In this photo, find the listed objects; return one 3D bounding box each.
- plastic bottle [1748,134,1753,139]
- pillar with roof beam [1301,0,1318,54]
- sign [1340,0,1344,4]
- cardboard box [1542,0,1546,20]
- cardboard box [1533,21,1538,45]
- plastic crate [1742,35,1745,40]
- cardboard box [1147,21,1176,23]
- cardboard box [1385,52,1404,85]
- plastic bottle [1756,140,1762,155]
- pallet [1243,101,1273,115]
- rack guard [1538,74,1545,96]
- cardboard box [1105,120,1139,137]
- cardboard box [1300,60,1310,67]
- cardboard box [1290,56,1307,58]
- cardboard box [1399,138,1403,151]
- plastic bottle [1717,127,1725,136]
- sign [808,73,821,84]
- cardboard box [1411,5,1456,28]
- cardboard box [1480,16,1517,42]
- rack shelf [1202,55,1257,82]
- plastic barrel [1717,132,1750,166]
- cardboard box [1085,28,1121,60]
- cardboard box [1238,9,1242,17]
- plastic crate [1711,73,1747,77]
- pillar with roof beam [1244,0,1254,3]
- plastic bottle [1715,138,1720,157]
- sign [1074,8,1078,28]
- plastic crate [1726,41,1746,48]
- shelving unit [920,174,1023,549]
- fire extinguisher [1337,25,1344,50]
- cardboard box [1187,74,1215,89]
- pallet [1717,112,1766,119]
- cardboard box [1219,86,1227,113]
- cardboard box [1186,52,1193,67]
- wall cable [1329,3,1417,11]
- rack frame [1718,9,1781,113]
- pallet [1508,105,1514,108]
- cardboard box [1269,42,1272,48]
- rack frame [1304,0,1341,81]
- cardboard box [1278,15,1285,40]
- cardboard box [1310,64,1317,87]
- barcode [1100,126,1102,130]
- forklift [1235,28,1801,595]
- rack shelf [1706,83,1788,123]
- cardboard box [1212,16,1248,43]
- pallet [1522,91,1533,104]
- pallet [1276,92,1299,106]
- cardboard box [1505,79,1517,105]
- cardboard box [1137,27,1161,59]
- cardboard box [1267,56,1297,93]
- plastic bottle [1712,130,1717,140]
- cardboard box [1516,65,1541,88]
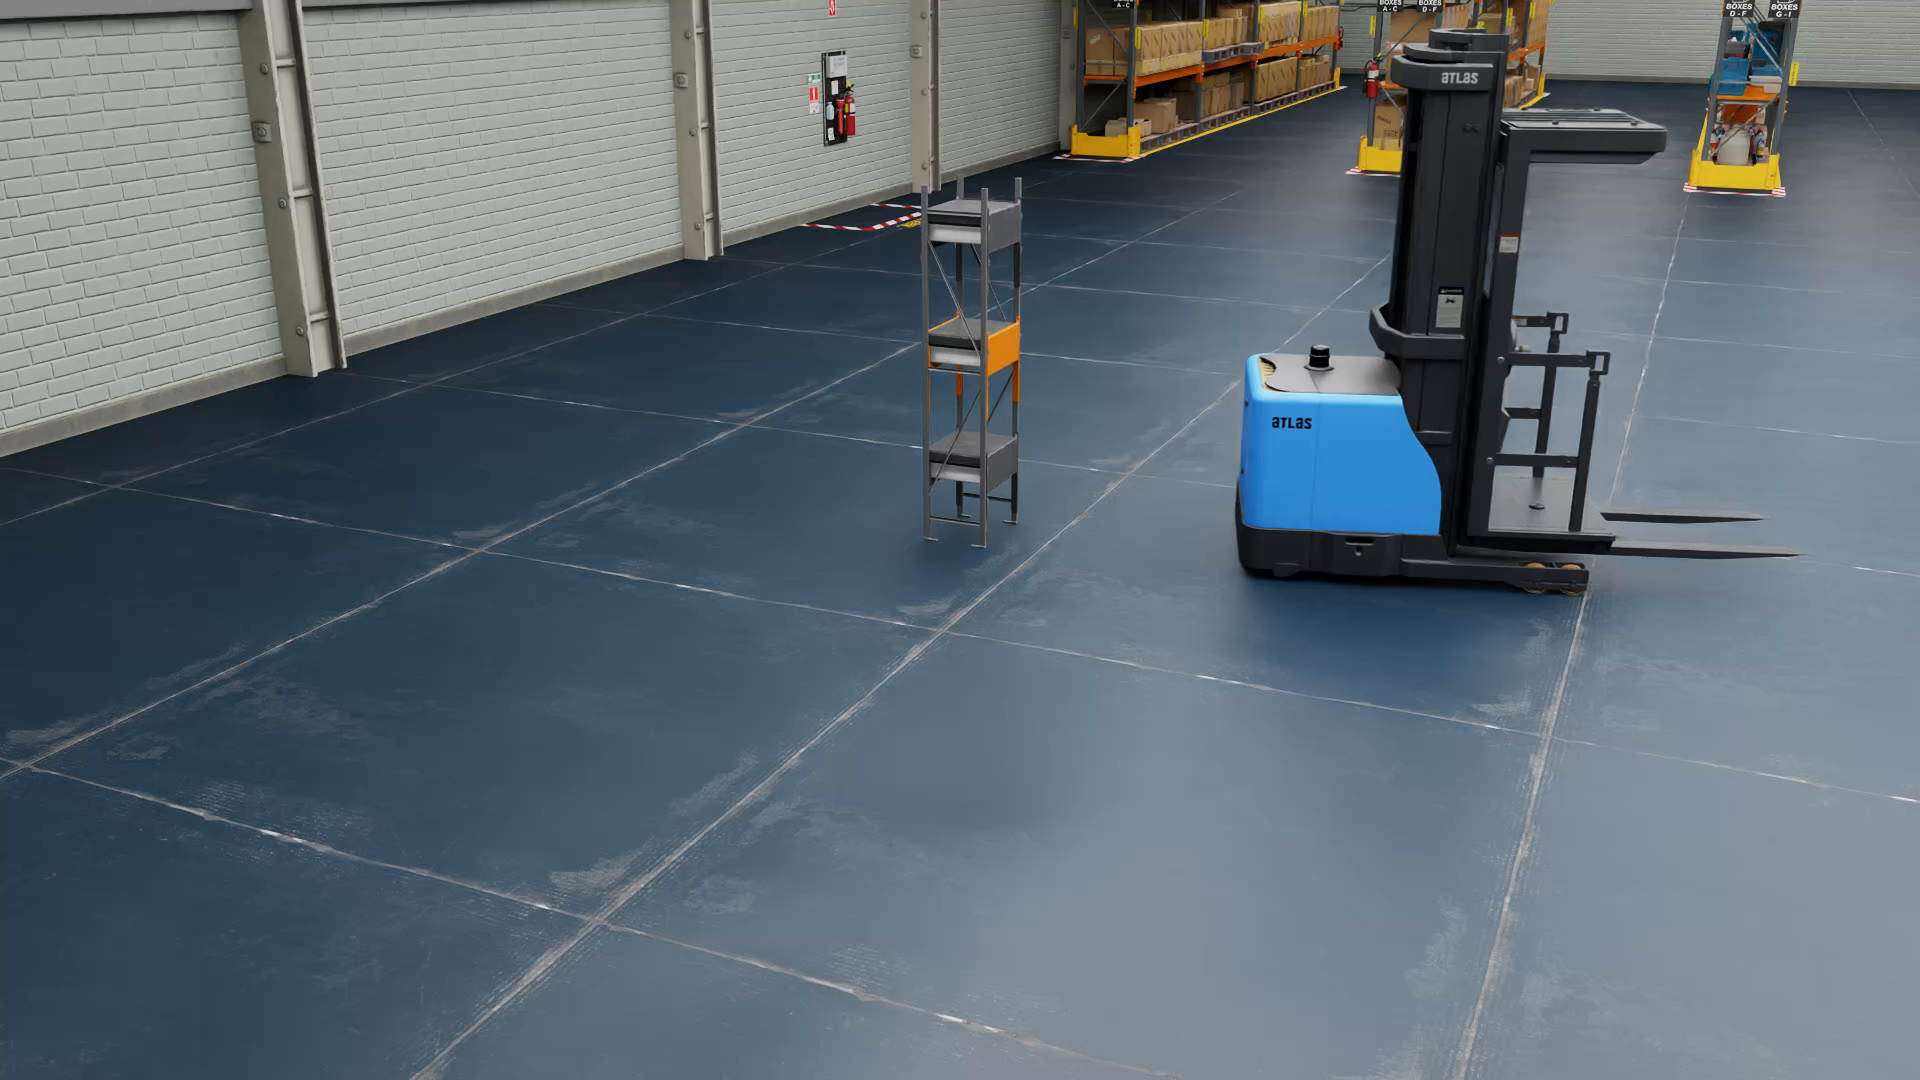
[{"bbox_3d":[12.913,-6.517,27.225,0.152,0.276,0.135,9,21,23],"label":"plastic bottle"},{"bbox_3d":[13.257,-16.083,41.763,9.100,9.000,0.400,9,21,23],"label":"pillar with roof beam"},{"bbox_3d":[9.502,-13.482,41.319,0.100,0.325,0.005,9,21,23],"label":"sign"},{"bbox_3d":[13.188,-12.255,38.311,0.500,0.500,0.500,9,22,24],"label":"cardboard box"},{"bbox_3d":[12.767,-11.477,37.615,0.500,0.500,0.500,8,21,22],"label":"cardboard box"},{"bbox_3d":[16.988,-10.969,36.495,0.416,0.233,0.300,9,21,23],"label":"plastic crate"},{"bbox_3d":[3.716,-9.412,31.032,0.500,0.500,0.500,8,21,21],"label":"cardboard box"},{"bbox_3d":[7.185,-7.522,26.493,0.700,0.500,0.500,9,21,23],"label":"cardboard box"},{"bbox_3d":[12.666,-6.191,26.315,0.097,0.271,0.097,0,20,0],"label":"plastic bottle"},{"bbox_3d":[6.129,-9.374,36.014,1.003,0.211,1.213,9,21,23],"label":"pallet"},{"bbox_3d":[13.503,-11.024,40.220,1.175,0.500,0.348,9,21,23],"label":"rack guard"},{"bbox_3d":[2.826,-7.152,28.958,0.500,0.311,0.500,6,20,17],"label":"cardboard box"},{"bbox_3d":[8.081,-11.300,39.403,0.380,0.149,0.250,9,22,25],"label":"cardboard box"},{"bbox_3d":[8.273,-11.758,40.689,0.380,0.149,0.250,9,21,23],"label":"cardboard box"},{"bbox_3d":[7.404,-6.369,26.879,0.500,0.250,0.500,9,21,23],"label":"cardboard box"},{"bbox_3d":[12.560,-6.625,27.418,0.144,0.351,0.185,9,21,23],"label":"plastic bottle"},{"bbox_3d":[-1.856,-5.872,21.160,0.001,0.109,0.331,9,21,23],"label":"sign"},{"bbox_3d":[7.827,-8.618,27.639,0.700,0.500,0.500,9,21,23],"label":"cardboard box"},{"bbox_3d":[11.229,-10.698,34.798,0.700,0.500,0.500,3,20,9],"label":"cardboard box"},{"bbox_3d":[4.918,-9.507,33.299,1.077,0.370,4.000,9,21,23],"label":"rack shelf"},{"bbox_3d":[11.699,-5.890,25.140,0.421,0.512,0.421,0,20,0],"label":"plastic barrel"},{"bbox_3d":[2.460,-8.477,28.404,0.500,0.500,0.500,8,21,22],"label":"cardboard box"},{"bbox_3d":[5.623,-10.908,34.390,0.380,0.149,0.250,6,20,16],"label":"cardboard box"},{"bbox_3d":[11.702,-6.974,25.325,0.499,0.251,0.408,9,21,23],"label":"plastic crate"},{"bbox_3d":[10.800,-14.249,36.605,9.100,9.000,0.400,9,21,23],"label":"pillar with roof beam"},{"bbox_3d":[12.077,-6.261,26.493,0.061,0.283,0.133,9,21,23],"label":"plastic bottle"},{"bbox_3d":[1.963,-8.789,28.005,0.100,0.325,0.005,9,21,23],"label":"sign"},{"bbox_3d":[13.834,-8.676,29.794,0.402,0.464,0.583,9,21,23],"label":"plastic crate"},{"bbox_3d":[0.068,-1.040,9.759,0.431,2.100,0.503,9,21,23],"label":"shelving unit"},{"bbox_3d":[9.496,-12.674,41.801,0.296,0.674,0.183,9,21,23],"label":"fire extinguisher"},{"bbox_3d":[4.772,-9.140,33.147,0.500,0.250,0.500,8,21,21],"label":"cardboard box"},{"bbox_3d":[15.561,-8.403,33.281,1.003,0.211,1.213,9,21,23],"label":"pallet"},{"bbox_3d":[4.995,-8.963,33.768,0.700,0.500,0.500,8,21,22],"label":"cardboard box"},{"bbox_3d":[3.970,-8.836,30.532,0.500,0.250,0.500,9,21,23],"label":"cardboard box"},{"bbox_3d":[11.655,-15.947,46.013,3.097,2.526,0.112,9,21,23],"label":"wall cable"},{"bbox_3d":[16.413,-10.321,34.514,1.000,3.000,0.127,9,21,23],"label":"rack frame"},{"bbox_3d":[11.099,-9.060,35.129,1.003,0.211,1.213,9,21,23],"label":"pallet"},{"bbox_3d":[6.585,-10.815,36.247,0.380,0.149,0.250,9,21,24],"label":"cardboard box"},{"bbox_3d":[9.013,-12.903,41.774,1.000,3.000,0.127,9,21,23],"label":"rack frame"},{"bbox_3d":[6.803,-11.238,36.470,0.500,0.500,0.500,9,22,24],"label":"cardboard box"},{"bbox_3d":[8.196,-11.225,40.159,0.700,0.500,0.500,9,22,24],"label":"cardboard box"},{"bbox_3d":[2.469,-7.216,29.126,0.001,0.075,0.075,9,21,23],"label":"barcode"},{"bbox_3d":[3.137,-1.267,9.157,3.031,2.935,1.130,2,20,7],"label":"forklift"},{"bbox_3d":[12.318,-6.925,26.038,1.077,0.370,4.000,9,21,23],"label":"rack shelf"},{"bbox_3d":[5.554,-10.567,34.399,0.700,0.500,0.500,6,20,16],"label":"cardboard box"},{"bbox_3d":[12.676,-10.272,38.538,1.003,0.211,1.213,9,21,23],"label":"pallet"},{"bbox_3d":[7.128,-10.120,38.111,1.003,0.211,1.213,9,21,23],"label":"pallet"},{"bbox_3d":[11.539,-9.538,35.386,0.500,0.500,0.500,9,21,23],"label":"cardboard box"},{"bbox_3d":[3.142,-8.559,28.633,0.500,0.500,0.500,9,21,23],"label":"cardboard box"},{"bbox_3d":[7.227,-10.649,38.017,0.750,0.750,0.750,9,21,23],"label":"cardboard box"},{"bbox_3d":[12.177,-6.457,26.946,0.144,0.351,0.185,8,21,22],"label":"plastic bottle"},{"bbox_3d":[13.536,-11.054,39.649,0.500,0.500,0.500,9,21,23],"label":"cardboard box"}]
